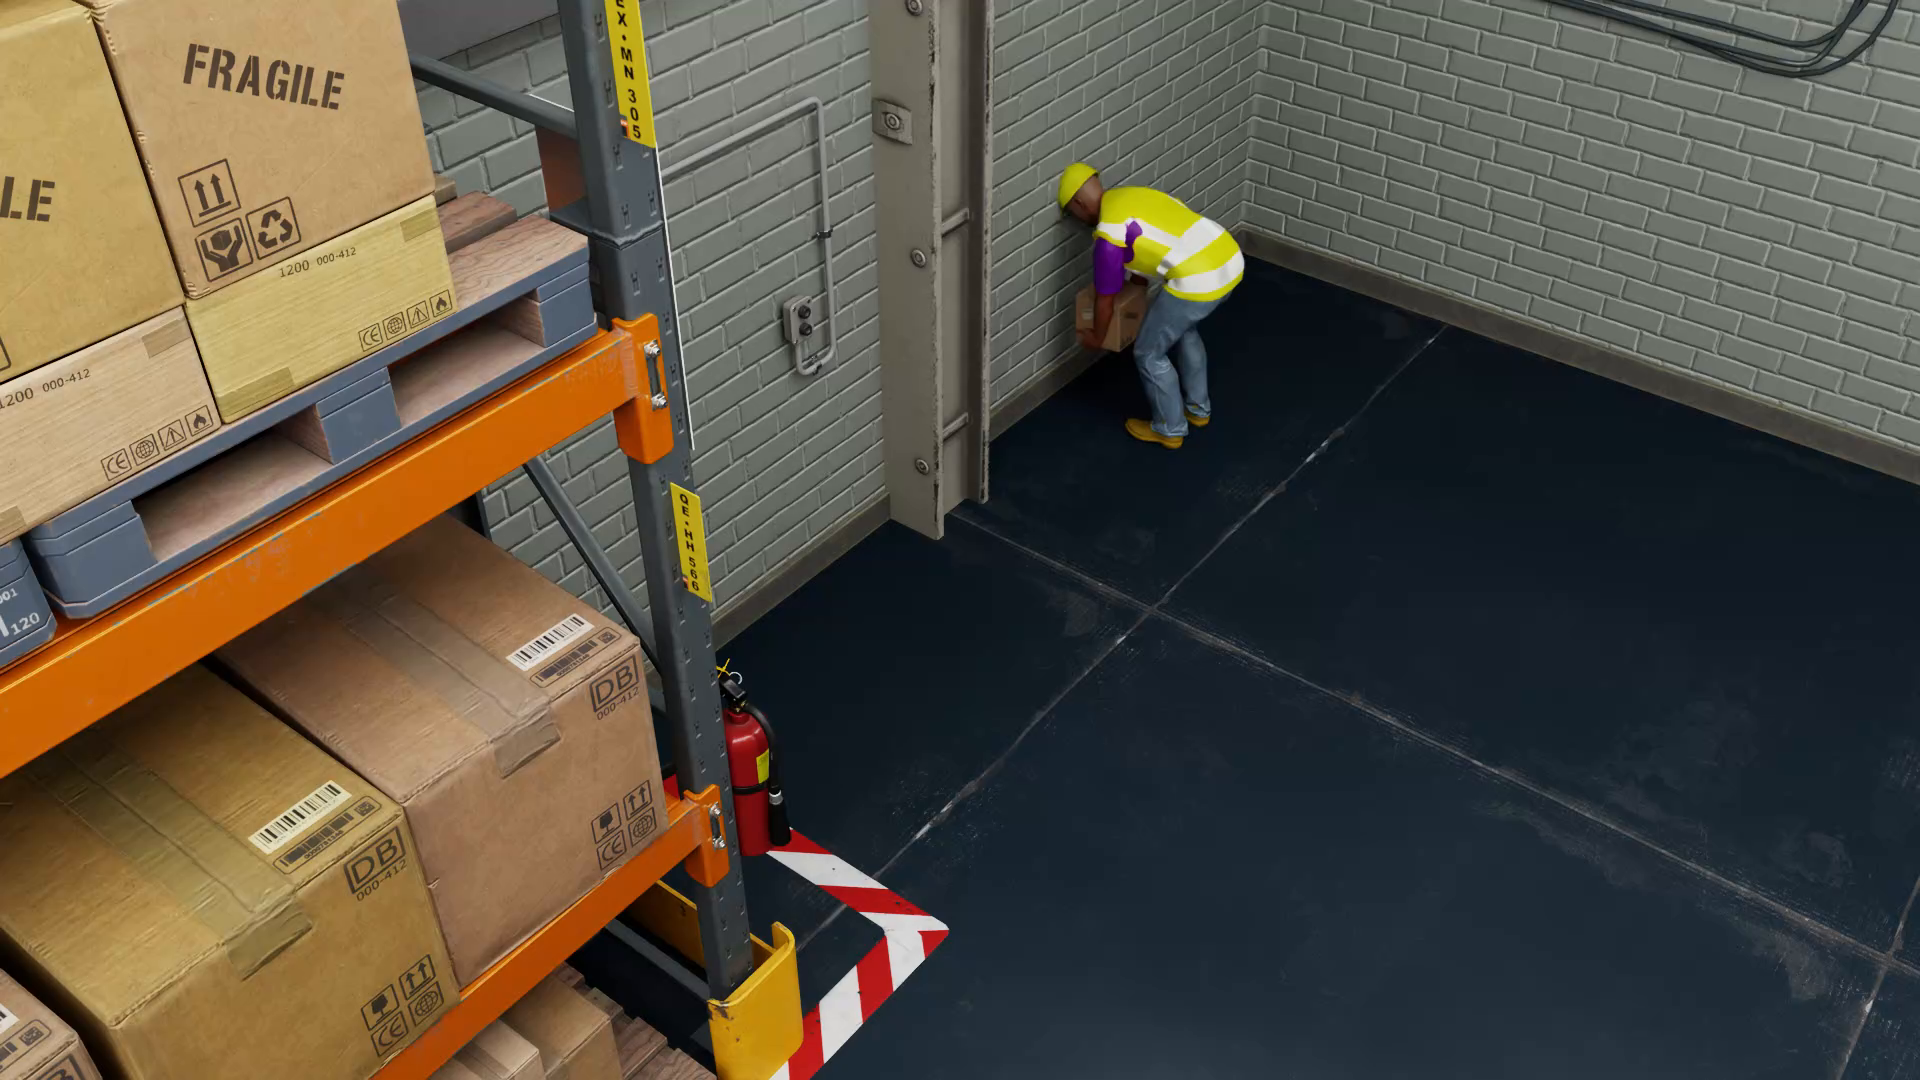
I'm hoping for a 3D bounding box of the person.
[{"bbox_3d":[0.852,-1.127,7.960,0.956,1.242,0.475,24,45,27],"label":"person"}]
